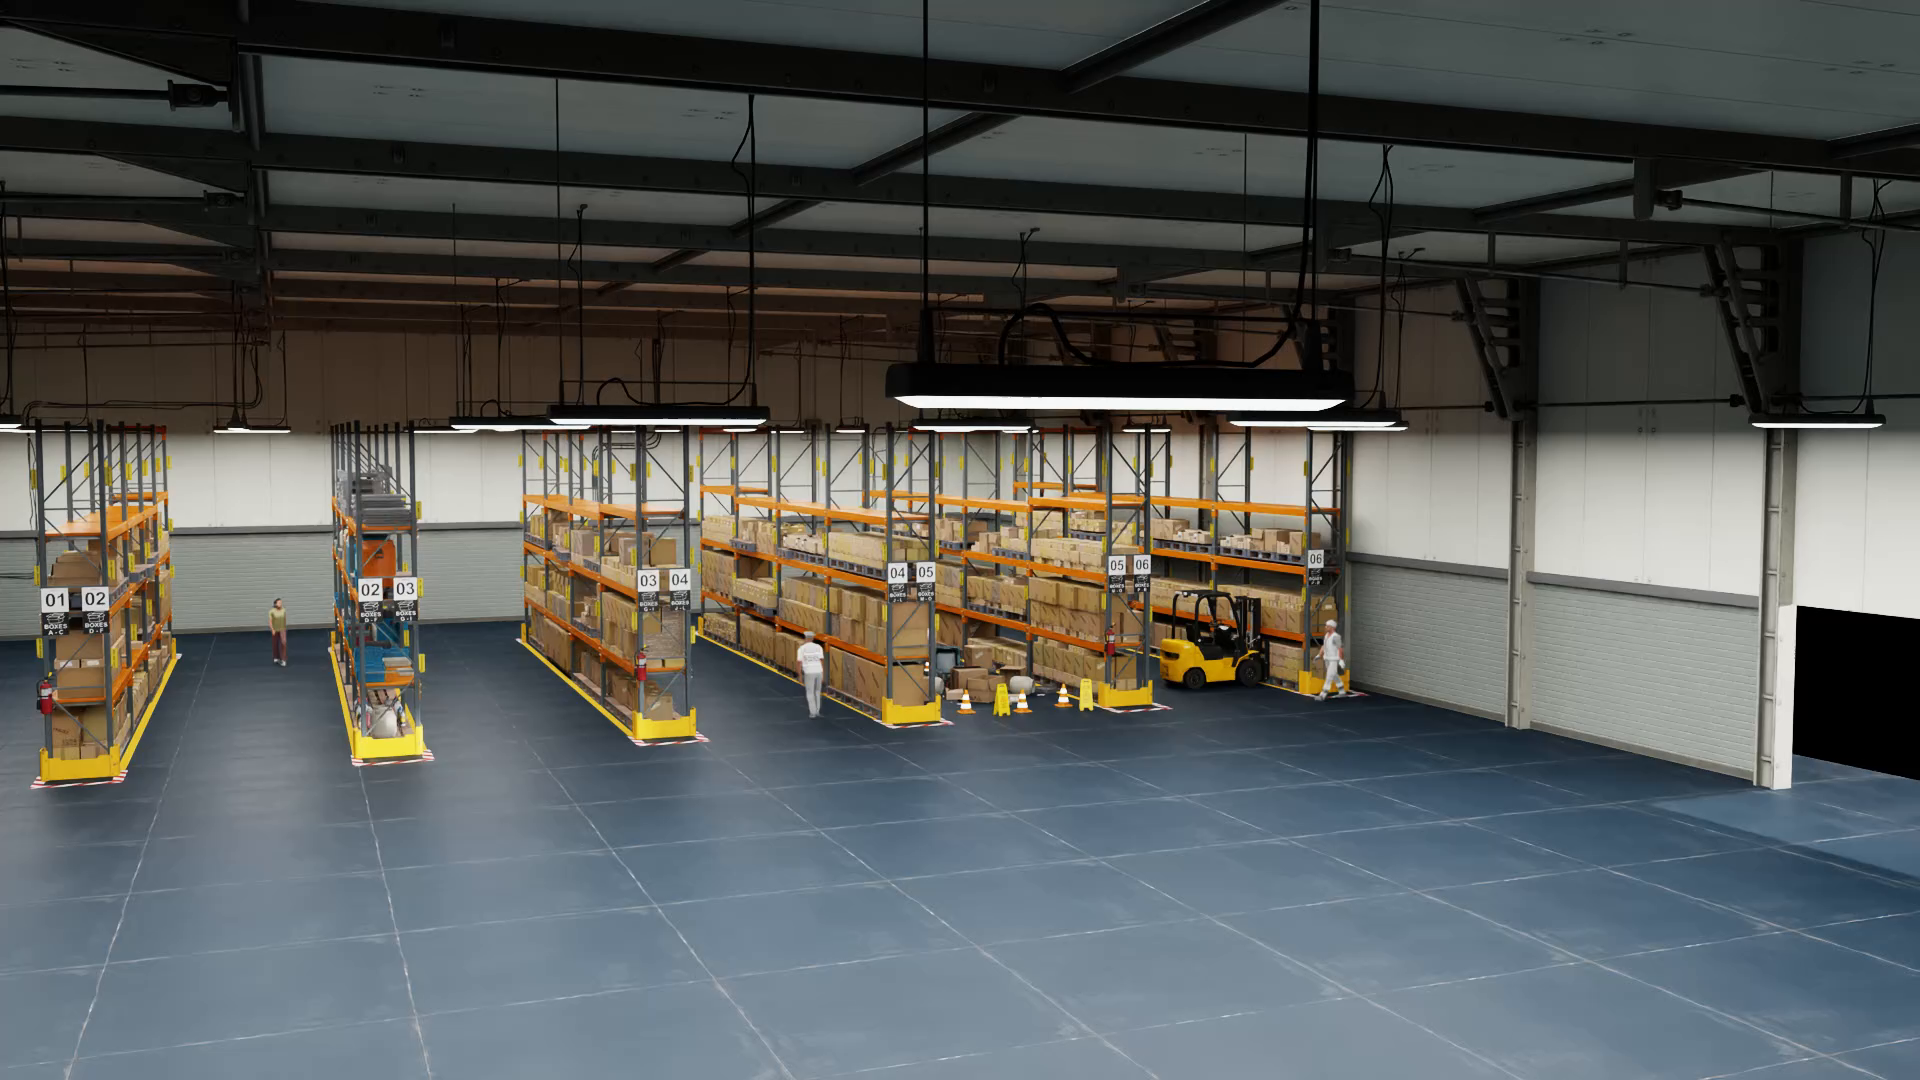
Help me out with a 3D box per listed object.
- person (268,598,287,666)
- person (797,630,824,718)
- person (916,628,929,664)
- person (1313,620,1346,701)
[{"bbox_3d":[-17.119,2.299,41.708,0.422,1.667,0.889,-2,4,-27],"label":"person"},{"bbox_3d":[-3.005,2.754,33.799,0.560,1.808,0.678,-2,4,-27],"label":"person"},{"bbox_3d":[-0.841,2.369,40.273,0.506,1.659,0.783,-3,4,-37],"label":"person"},{"bbox_3d":[7.957,2.580,35.864,1.072,1.716,0.654,-2,4,-31],"label":"person"}]
